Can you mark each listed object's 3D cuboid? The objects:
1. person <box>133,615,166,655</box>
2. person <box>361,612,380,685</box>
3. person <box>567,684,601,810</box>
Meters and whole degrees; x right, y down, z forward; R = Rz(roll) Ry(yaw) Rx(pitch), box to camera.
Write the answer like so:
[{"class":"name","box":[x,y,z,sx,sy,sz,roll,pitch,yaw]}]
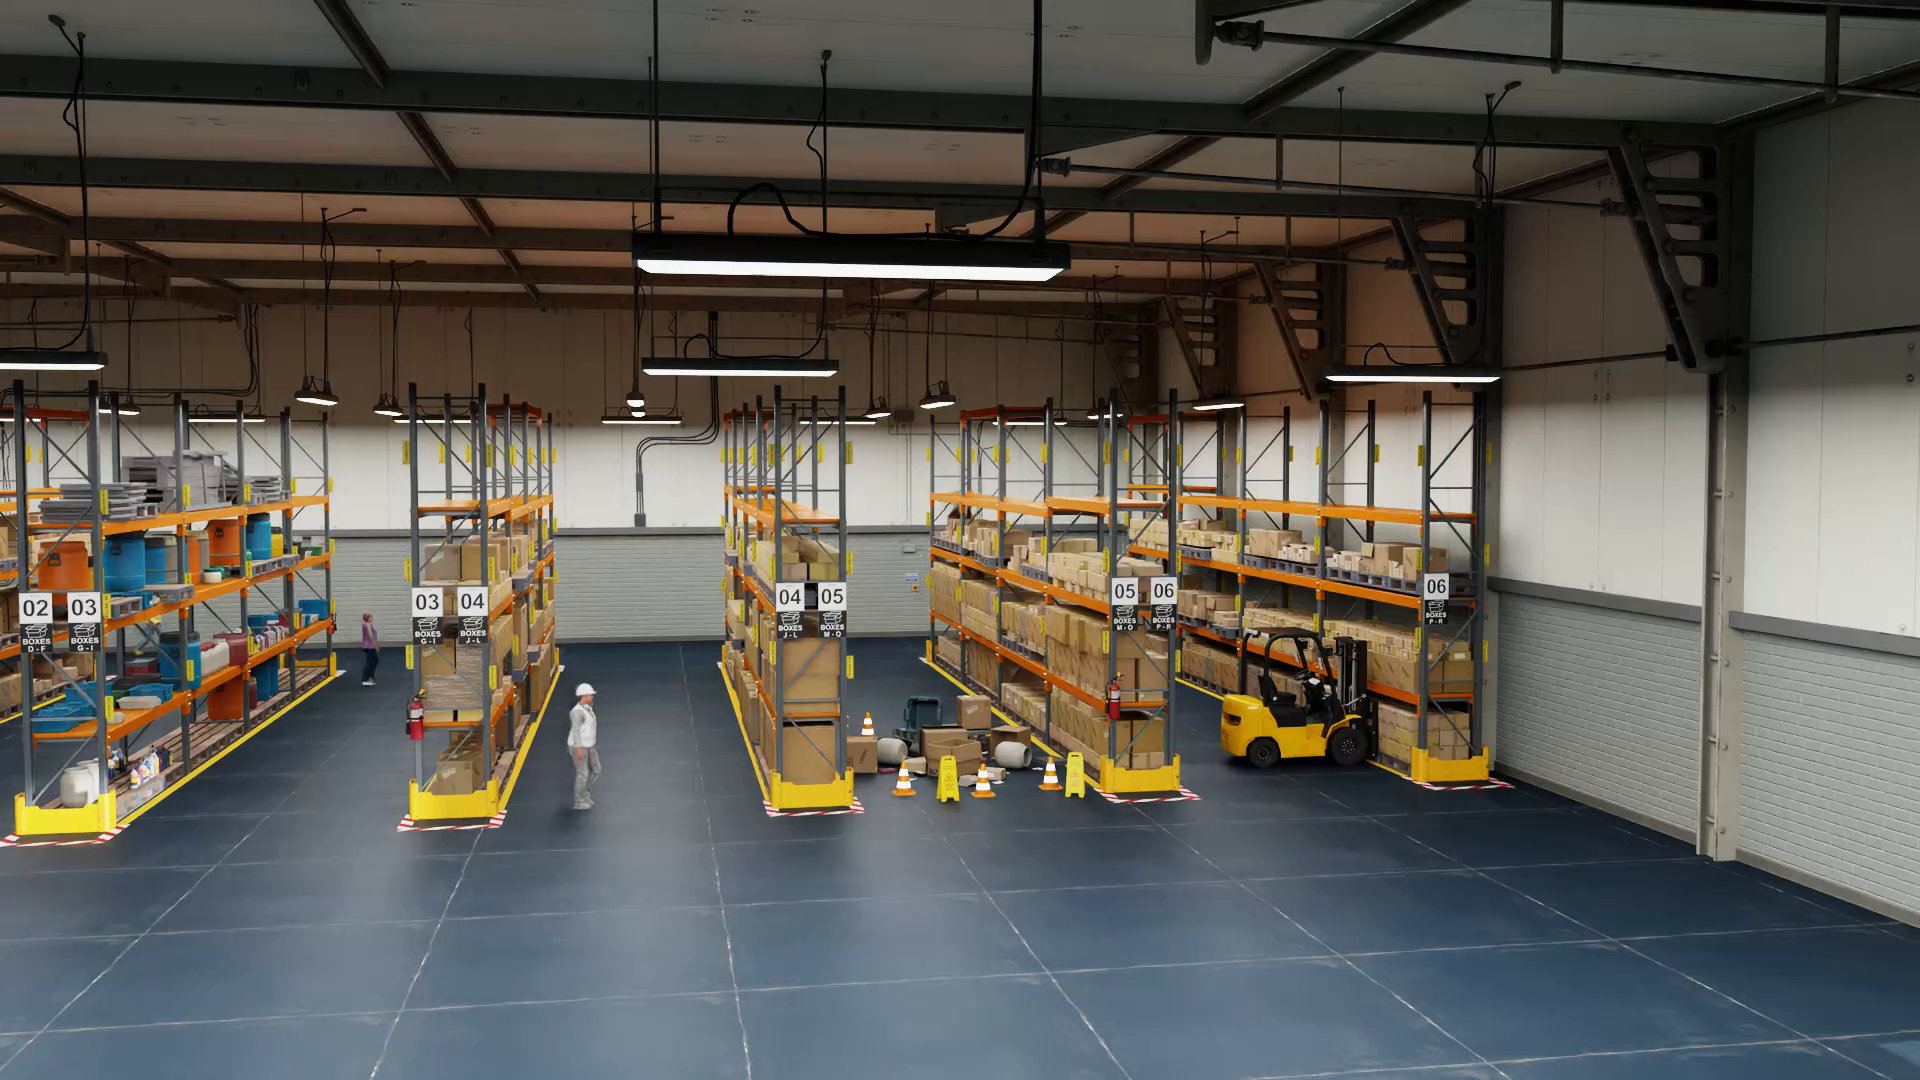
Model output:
[{"class":"person","box":[-20.003,2.059,41.200,0.969,1.724,0.578,0,3,7]},{"class":"person","box":[-12.816,2.374,36.166,0.450,1.629,0.478,-2,4,-39]},{"class":"person","box":[-5.362,2.944,23.644,0.412,1.803,0.661,0,3,7]}]
